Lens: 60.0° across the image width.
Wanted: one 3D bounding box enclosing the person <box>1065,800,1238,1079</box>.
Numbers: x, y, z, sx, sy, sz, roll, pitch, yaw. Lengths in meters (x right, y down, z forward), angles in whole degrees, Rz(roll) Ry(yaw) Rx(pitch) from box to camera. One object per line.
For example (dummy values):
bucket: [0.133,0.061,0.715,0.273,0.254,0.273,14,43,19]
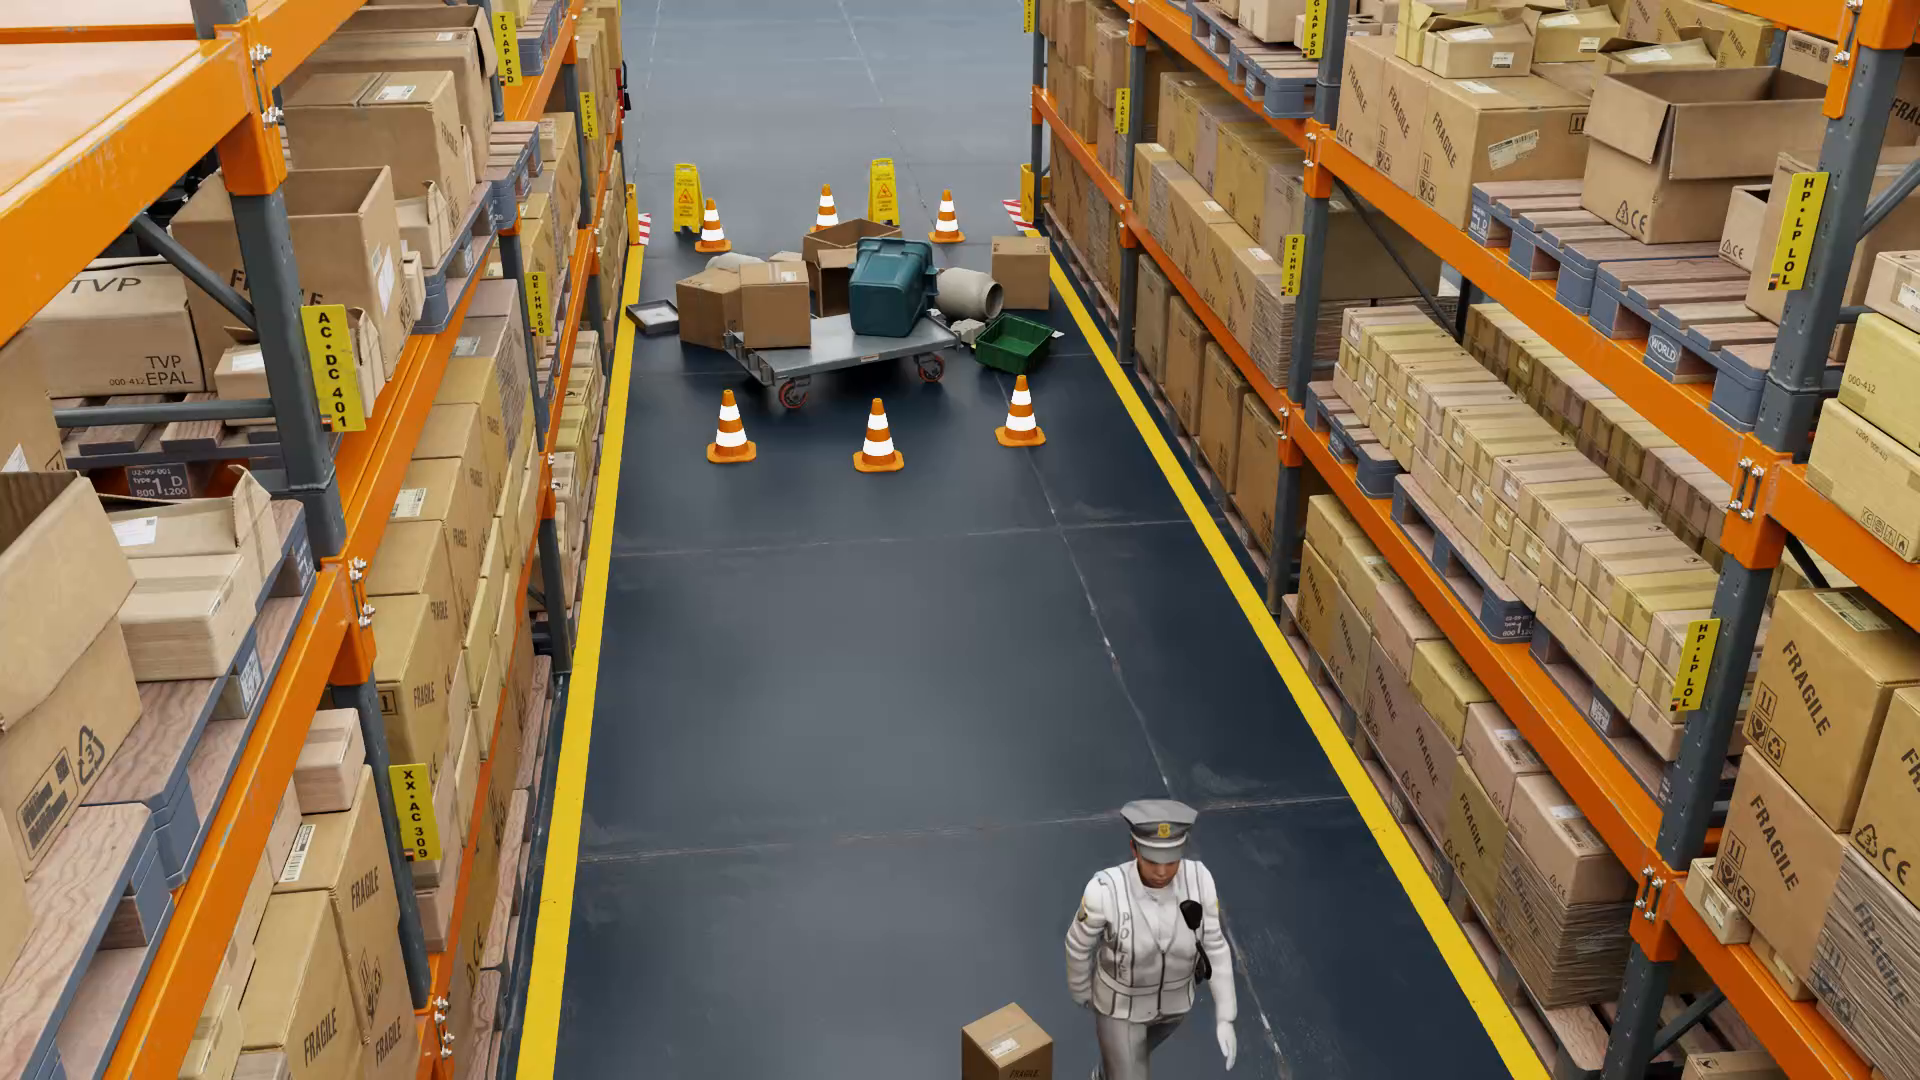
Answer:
person: [0.650,1.561,5.557,0.513,1.623,1.005,-8,28,-15]
